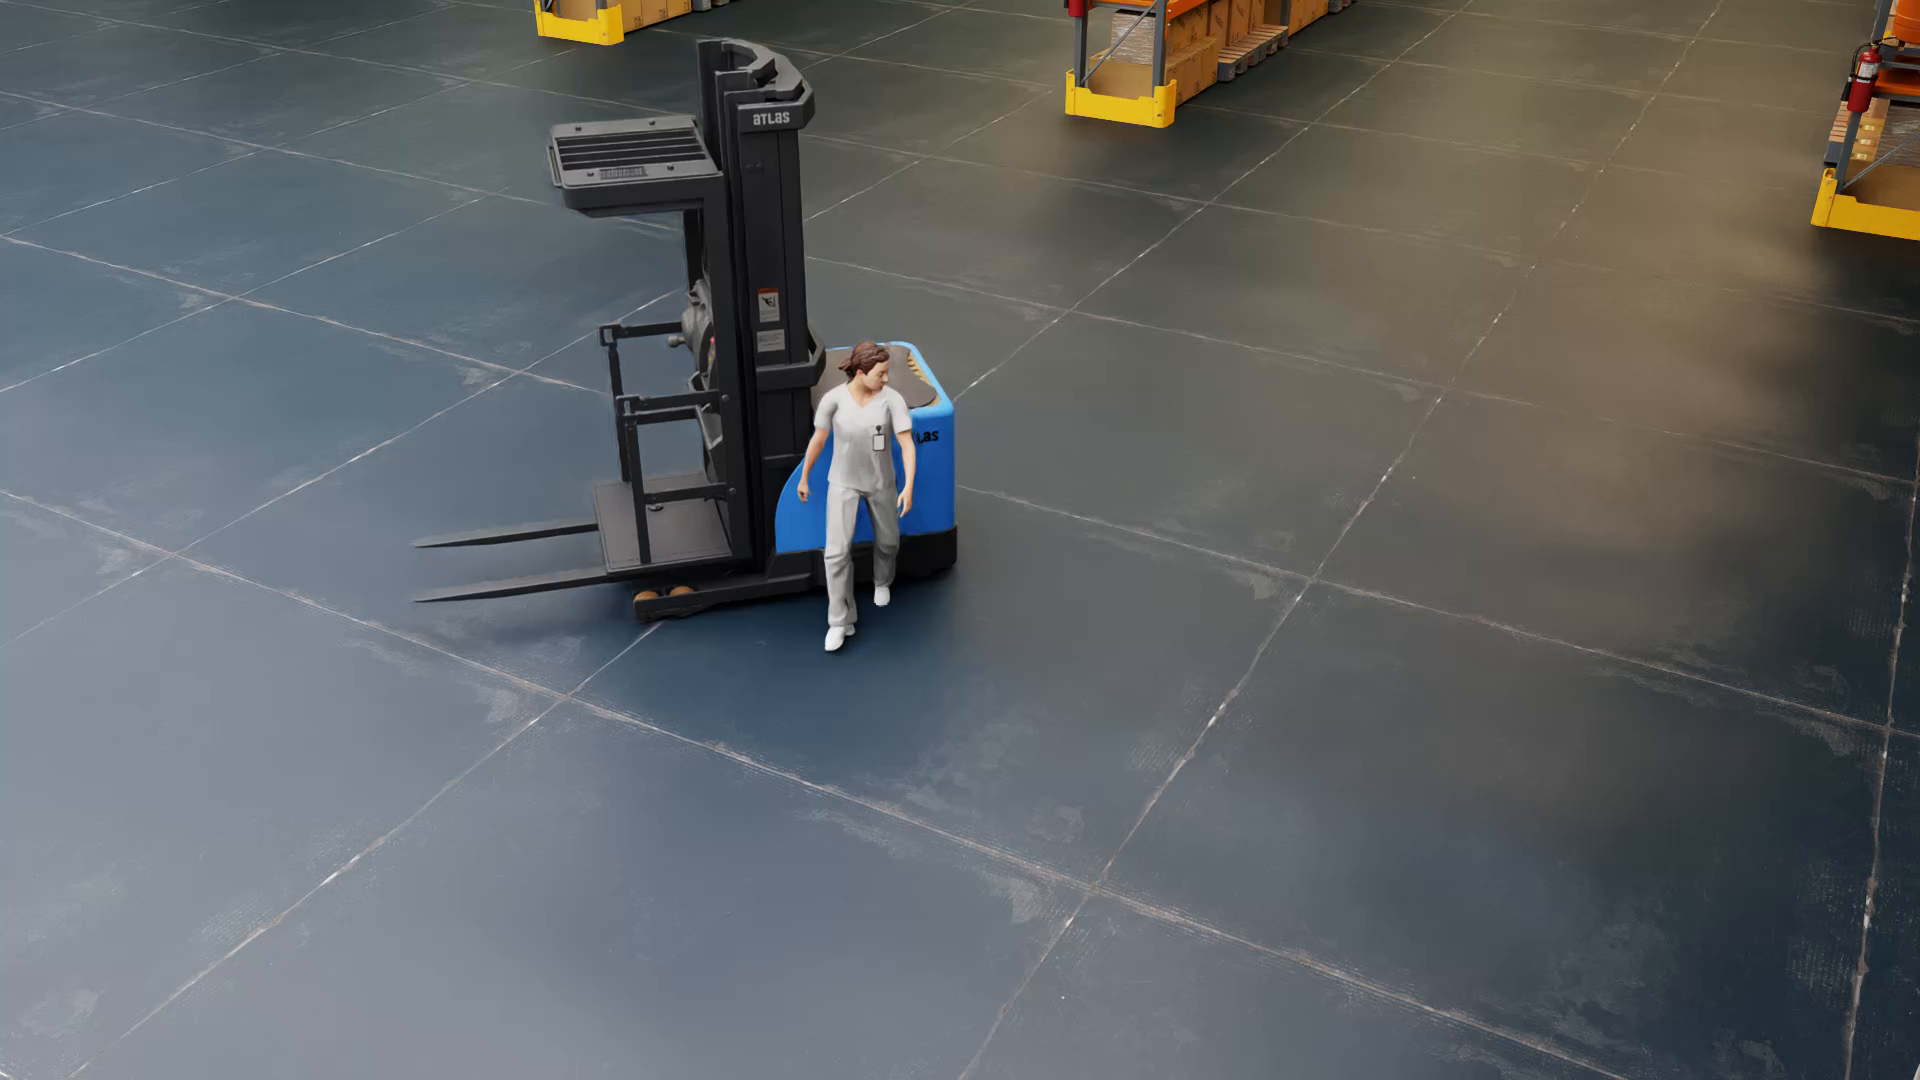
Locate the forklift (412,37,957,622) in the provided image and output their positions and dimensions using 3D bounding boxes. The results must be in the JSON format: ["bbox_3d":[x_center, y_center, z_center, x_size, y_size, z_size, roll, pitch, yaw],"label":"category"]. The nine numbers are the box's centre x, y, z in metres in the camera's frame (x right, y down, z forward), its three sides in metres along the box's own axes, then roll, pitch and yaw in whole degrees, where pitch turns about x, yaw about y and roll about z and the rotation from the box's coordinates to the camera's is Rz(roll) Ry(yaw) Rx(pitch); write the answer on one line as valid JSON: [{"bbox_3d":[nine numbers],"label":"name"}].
[{"bbox_3d":[-1.592,-1.110,8.994,3.031,2.935,1.130,-8,31,-13],"label":"forklift"}]

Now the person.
[{"bbox_3d":[-0.552,-0.269,8.866,0.626,1.643,0.784,-4,30,-6],"label":"person"}]
